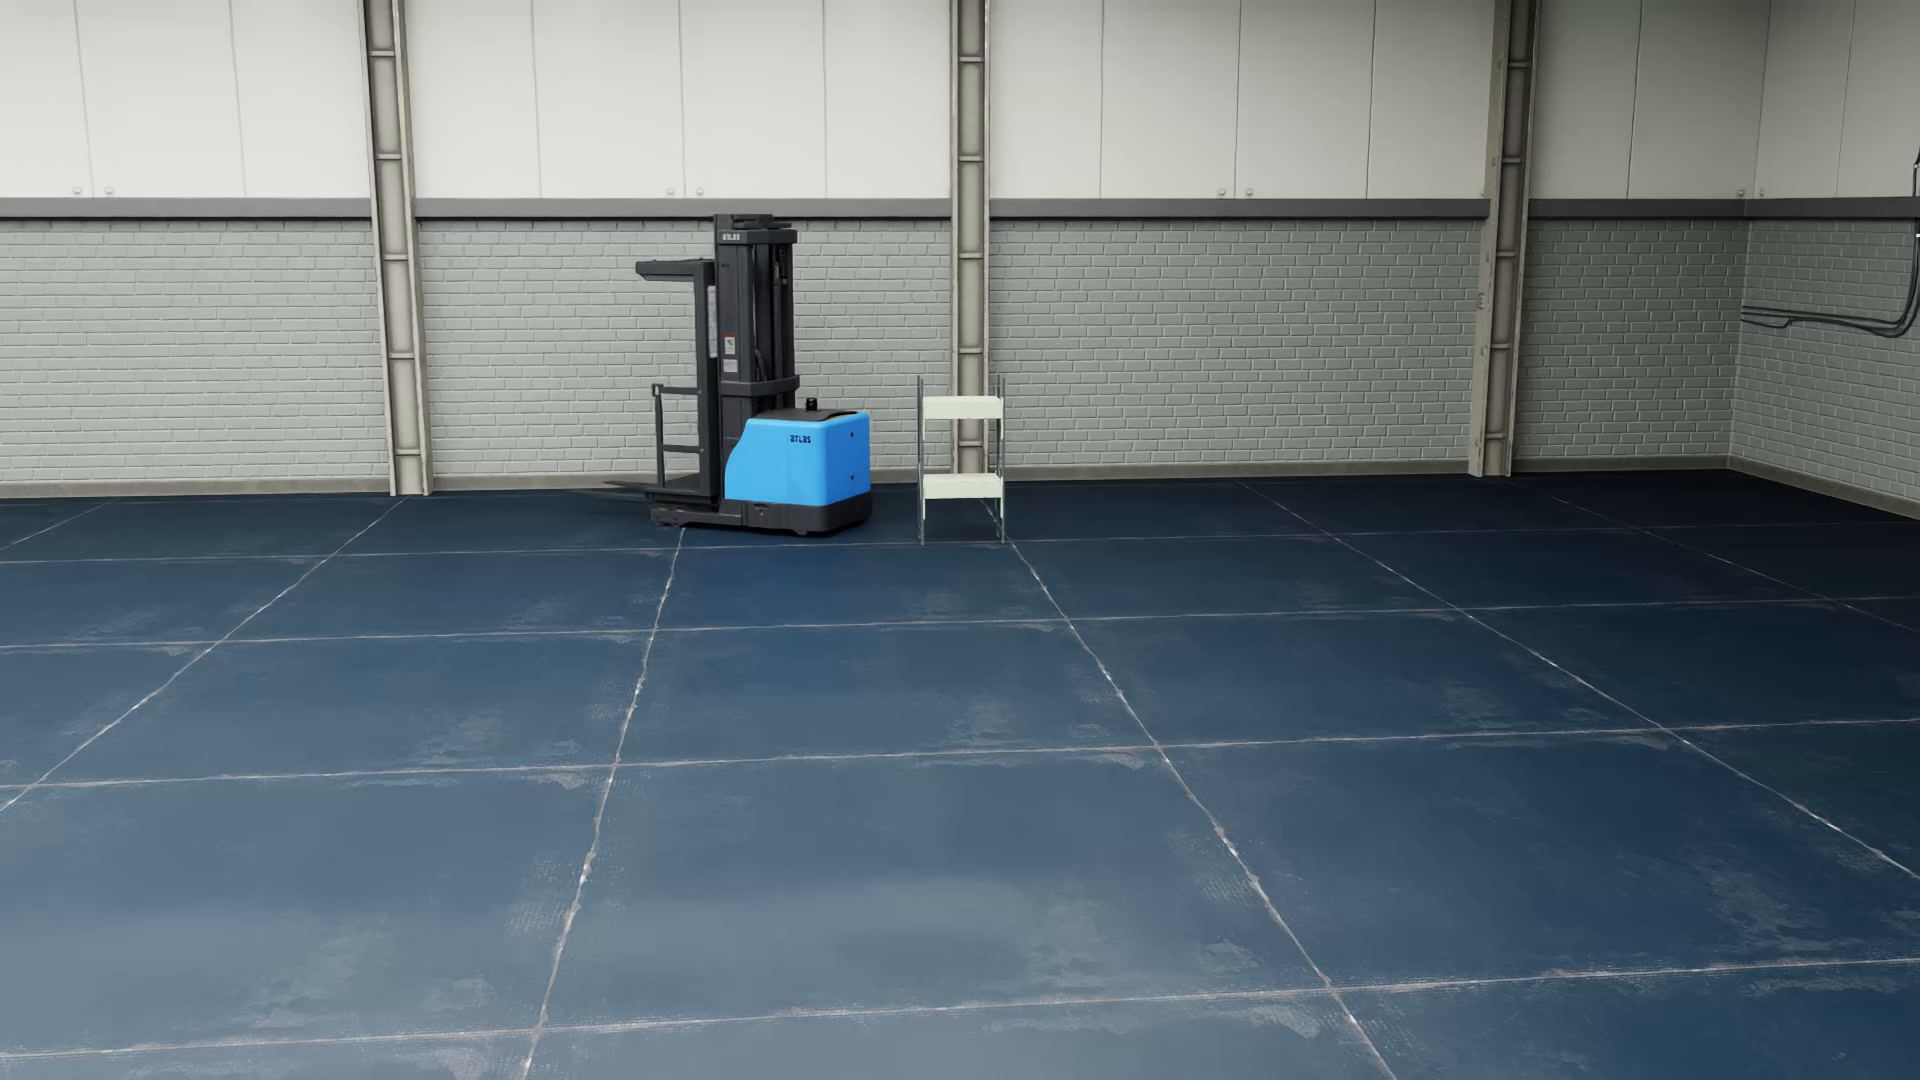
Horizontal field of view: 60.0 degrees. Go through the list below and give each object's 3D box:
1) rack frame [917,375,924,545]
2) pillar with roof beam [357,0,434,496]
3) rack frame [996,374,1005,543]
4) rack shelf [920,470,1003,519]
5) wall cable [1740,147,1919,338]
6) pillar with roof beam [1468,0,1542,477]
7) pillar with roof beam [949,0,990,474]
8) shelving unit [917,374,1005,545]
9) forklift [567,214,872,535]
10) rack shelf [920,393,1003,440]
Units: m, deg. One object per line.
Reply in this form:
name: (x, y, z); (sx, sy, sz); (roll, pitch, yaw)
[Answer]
rack frame: (-0.357, -0.728, 15.067); (0.023, 1.500, 0.400); (-1, 11, -6)
pillar with roof beam: (-5.397, -4.092, 12.737); (0.400, 9.000, 9.100); (-1, 11, -6)
rack frame: (0.371, -0.744, 15.145); (0.023, 1.500, 0.400); (-1, 11, -6)
rack shelf: (0.007, -0.416, 15.169); (0.720, 0.370, 0.431); (-1, 11, -6)
wall cable: (9.139, -3.452, 17.529); (0.112, 2.526, 3.097); (-1, 11, -6)
pillar with roof beam: (6.533, -4.342, 14.008); (0.400, 9.000, 9.100); (-1, 11, -6)
pillar with roof beam: (0.568, -4.217, 13.372); (0.400, 9.000, 9.100); (-1, 11, -6)
shelving unit: (0.007, -0.736, 15.106); (0.755, 1.500, 0.431); (-1, 11, -6)
forklift: (-2.413, -1.648, 16.036); (3.031, 2.935, 1.130); (5, 12, 24)
rack shelf: (0.007, -1.119, 15.031); (0.720, 0.370, 0.431); (-1, 11, -6)
